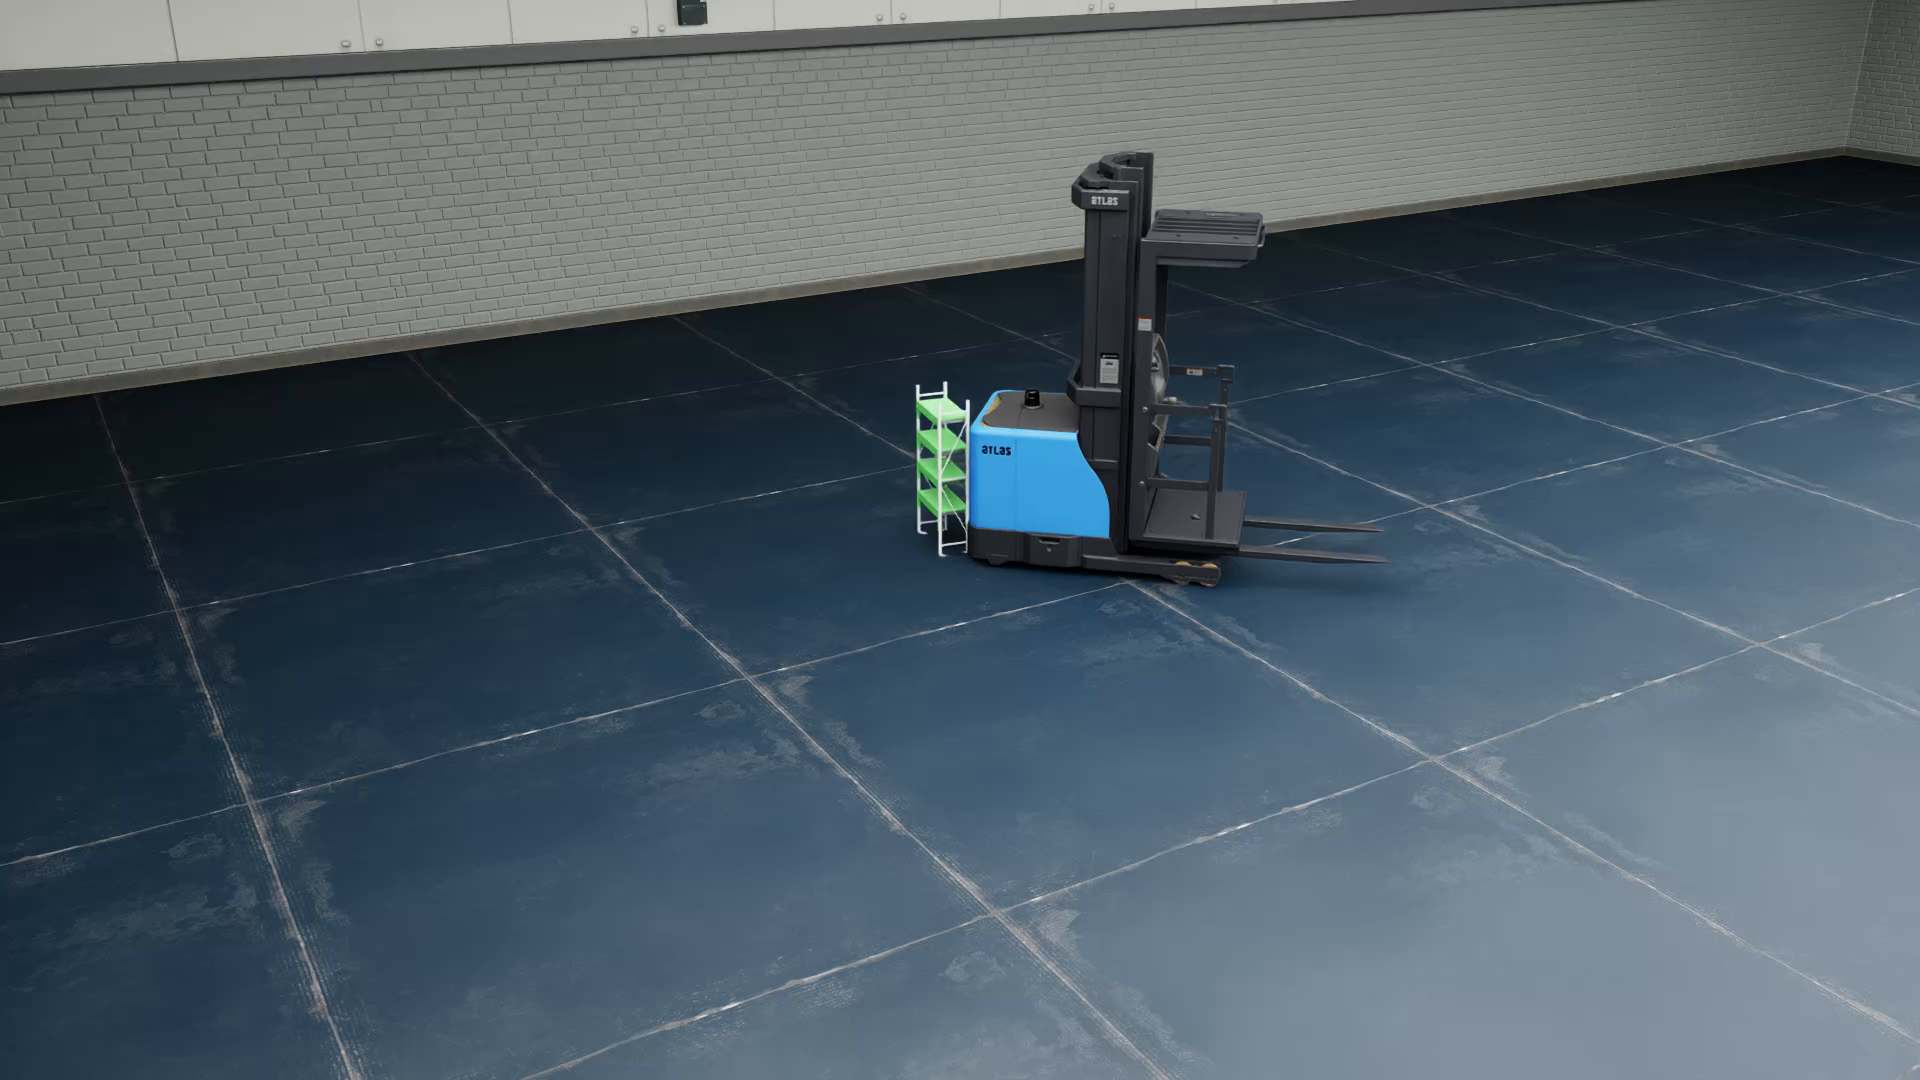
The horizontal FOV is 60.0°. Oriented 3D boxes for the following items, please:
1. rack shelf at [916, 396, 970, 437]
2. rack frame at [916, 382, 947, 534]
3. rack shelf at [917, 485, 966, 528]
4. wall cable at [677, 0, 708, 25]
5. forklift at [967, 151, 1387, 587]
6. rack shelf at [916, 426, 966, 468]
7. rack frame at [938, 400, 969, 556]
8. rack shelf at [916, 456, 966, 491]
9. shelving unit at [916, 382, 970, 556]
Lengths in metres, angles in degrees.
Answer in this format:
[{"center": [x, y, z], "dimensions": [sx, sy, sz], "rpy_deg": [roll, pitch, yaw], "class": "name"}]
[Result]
[{"center": [-0.131, -0.923, 12.384], "dimensions": [0.258, 0.148, 0.480], "rpy_deg": [-8, 23, -19], "class": "rack shelf"}, {"center": [-0.214, -0.624, 12.753], "dimensions": [0.240, 1.200, 0.015], "rpy_deg": [-8, 23, -19], "class": "rack frame"}, {"center": [-0.131, -0.256, 12.656], "dimensions": [0.258, 0.148, 0.480], "rpy_deg": [-8, 23, -19], "class": "rack shelf"}, {"center": [-2.056, -8.617, 17.545], "dimensions": [2.305, 6.003, 0.169], "rpy_deg": [-13, 25, -28], "class": "wall cable"}, {"center": [1.625, -1.239, 11.967], "dimensions": [3.031, 2.935, 1.130], "rpy_deg": [5, 23, 11], "class": "forklift"}, {"center": [-0.131, -0.701, 12.475], "dimensions": [0.258, 0.148, 0.480], "rpy_deg": [-8, 23, -19], "class": "rack shelf"}, {"center": [-0.047, -0.452, 12.329], "dimensions": [0.240, 1.200, 0.015], "rpy_deg": [-8, 23, -19], "class": "rack frame"}, {"center": [-0.131, -0.479, 12.565], "dimensions": [0.258, 0.148, 0.480], "rpy_deg": [-8, 23, -19], "class": "rack shelf"}, {"center": [-0.131, -0.538, 12.541], "dimensions": [0.258, 1.200, 0.503], "rpy_deg": [-8, 23, -19], "class": "shelving unit"}]
